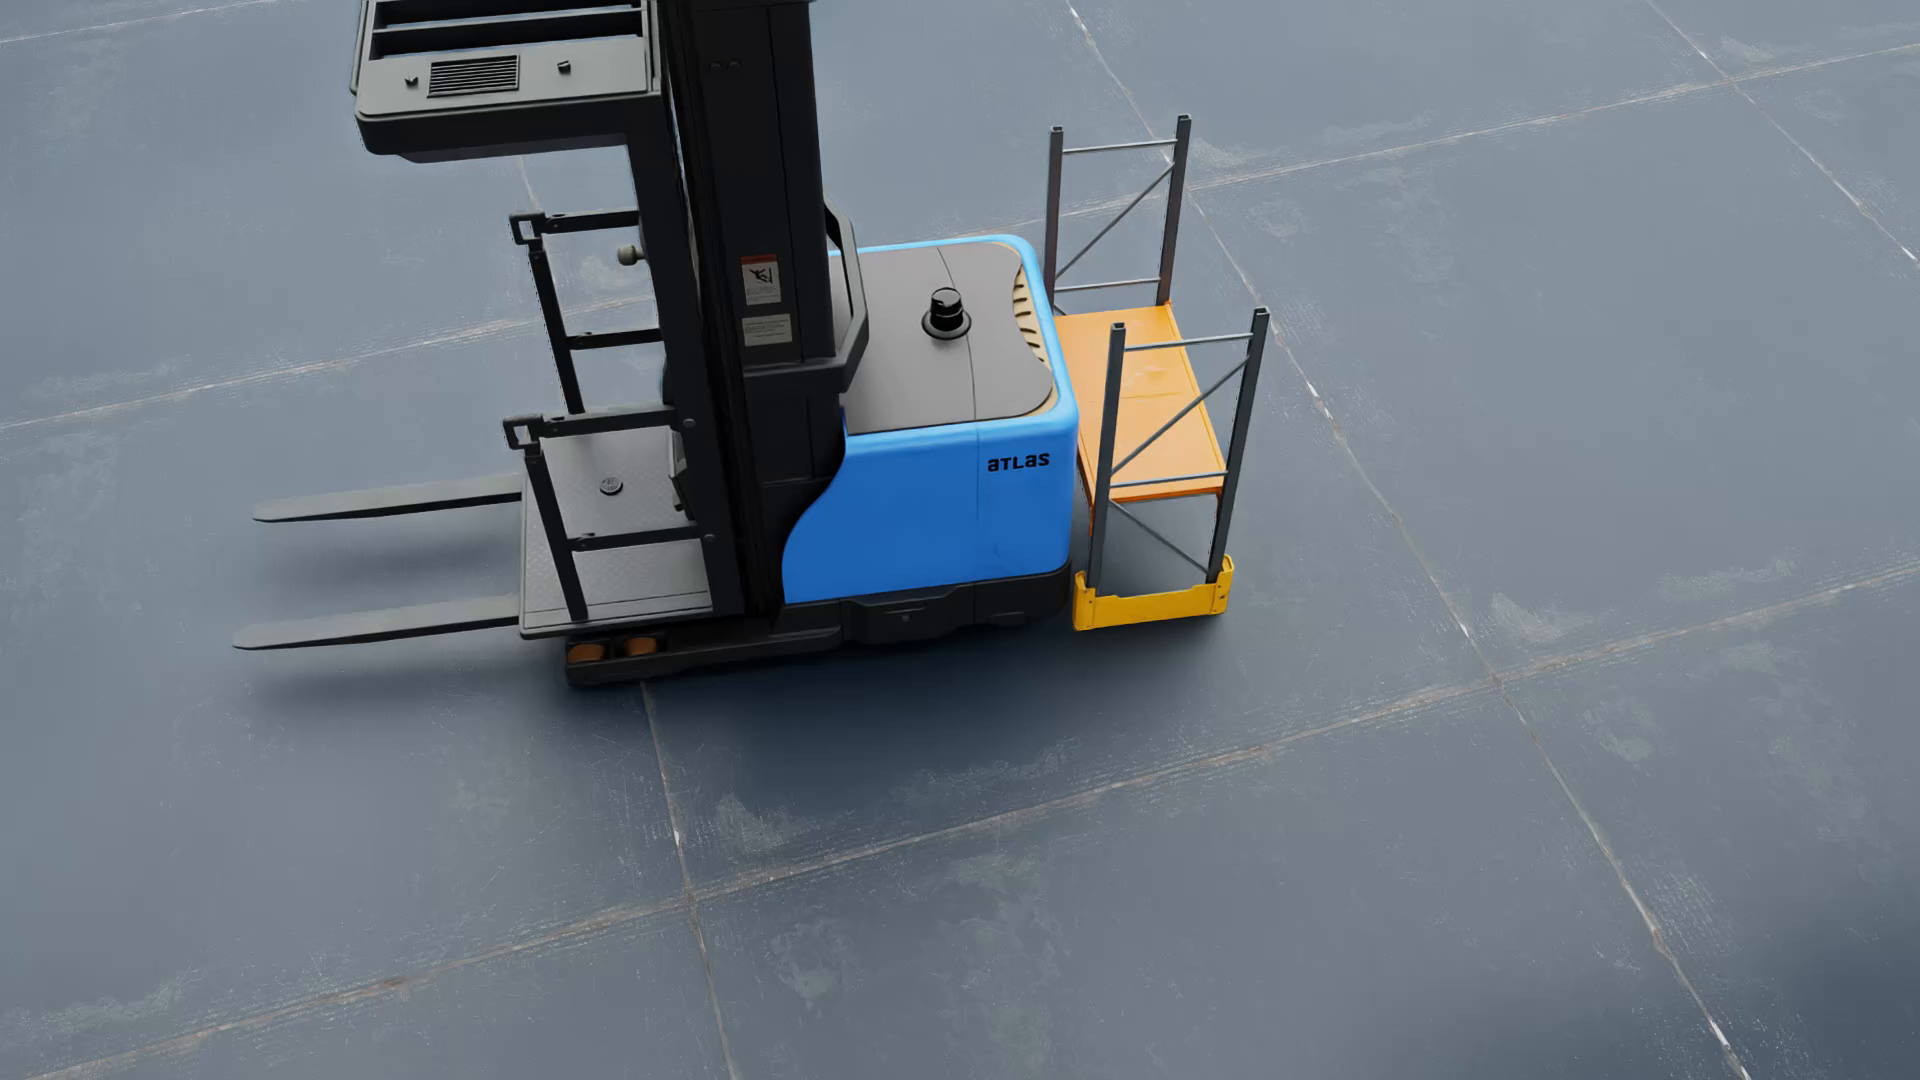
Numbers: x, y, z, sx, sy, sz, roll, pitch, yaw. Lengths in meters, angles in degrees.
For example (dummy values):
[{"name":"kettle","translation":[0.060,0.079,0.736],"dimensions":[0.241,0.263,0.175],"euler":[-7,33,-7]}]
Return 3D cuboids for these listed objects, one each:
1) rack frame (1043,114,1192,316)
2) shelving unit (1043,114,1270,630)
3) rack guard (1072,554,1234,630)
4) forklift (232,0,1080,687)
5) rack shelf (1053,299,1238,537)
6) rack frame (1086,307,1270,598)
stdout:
[{"name":"rack frame","translation":[0.563,-0.974,6.380],"dimensions":[0.500,1.500,0.032],"euler":[-7,50,-6]},{"name":"shelving unit","translation":[0.641,-0.583,6.050],"dimensions":[0.587,1.500,1.083],"euler":[-7,50,-6]},{"name":"rack guard","translation":[0.716,0.196,6.211],"dimensions":[0.587,0.250,0.087],"euler":[-7,50,-6]},{"name":"forklift","translation":[-1.149,-0.849,5.339],"dimensions":[3.031,2.935,1.130],"euler":[-7,50,-6]},{"name":"rack shelf","translation":[0.640,-0.474,6.194],"dimensions":[0.538,0.185,1.000],"euler":[-7,50,-6]},{"name":"rack frame","translation":[0.716,-0.206,5.732],"dimensions":[0.500,1.500,0.032],"euler":[-7,50,-6]}]
